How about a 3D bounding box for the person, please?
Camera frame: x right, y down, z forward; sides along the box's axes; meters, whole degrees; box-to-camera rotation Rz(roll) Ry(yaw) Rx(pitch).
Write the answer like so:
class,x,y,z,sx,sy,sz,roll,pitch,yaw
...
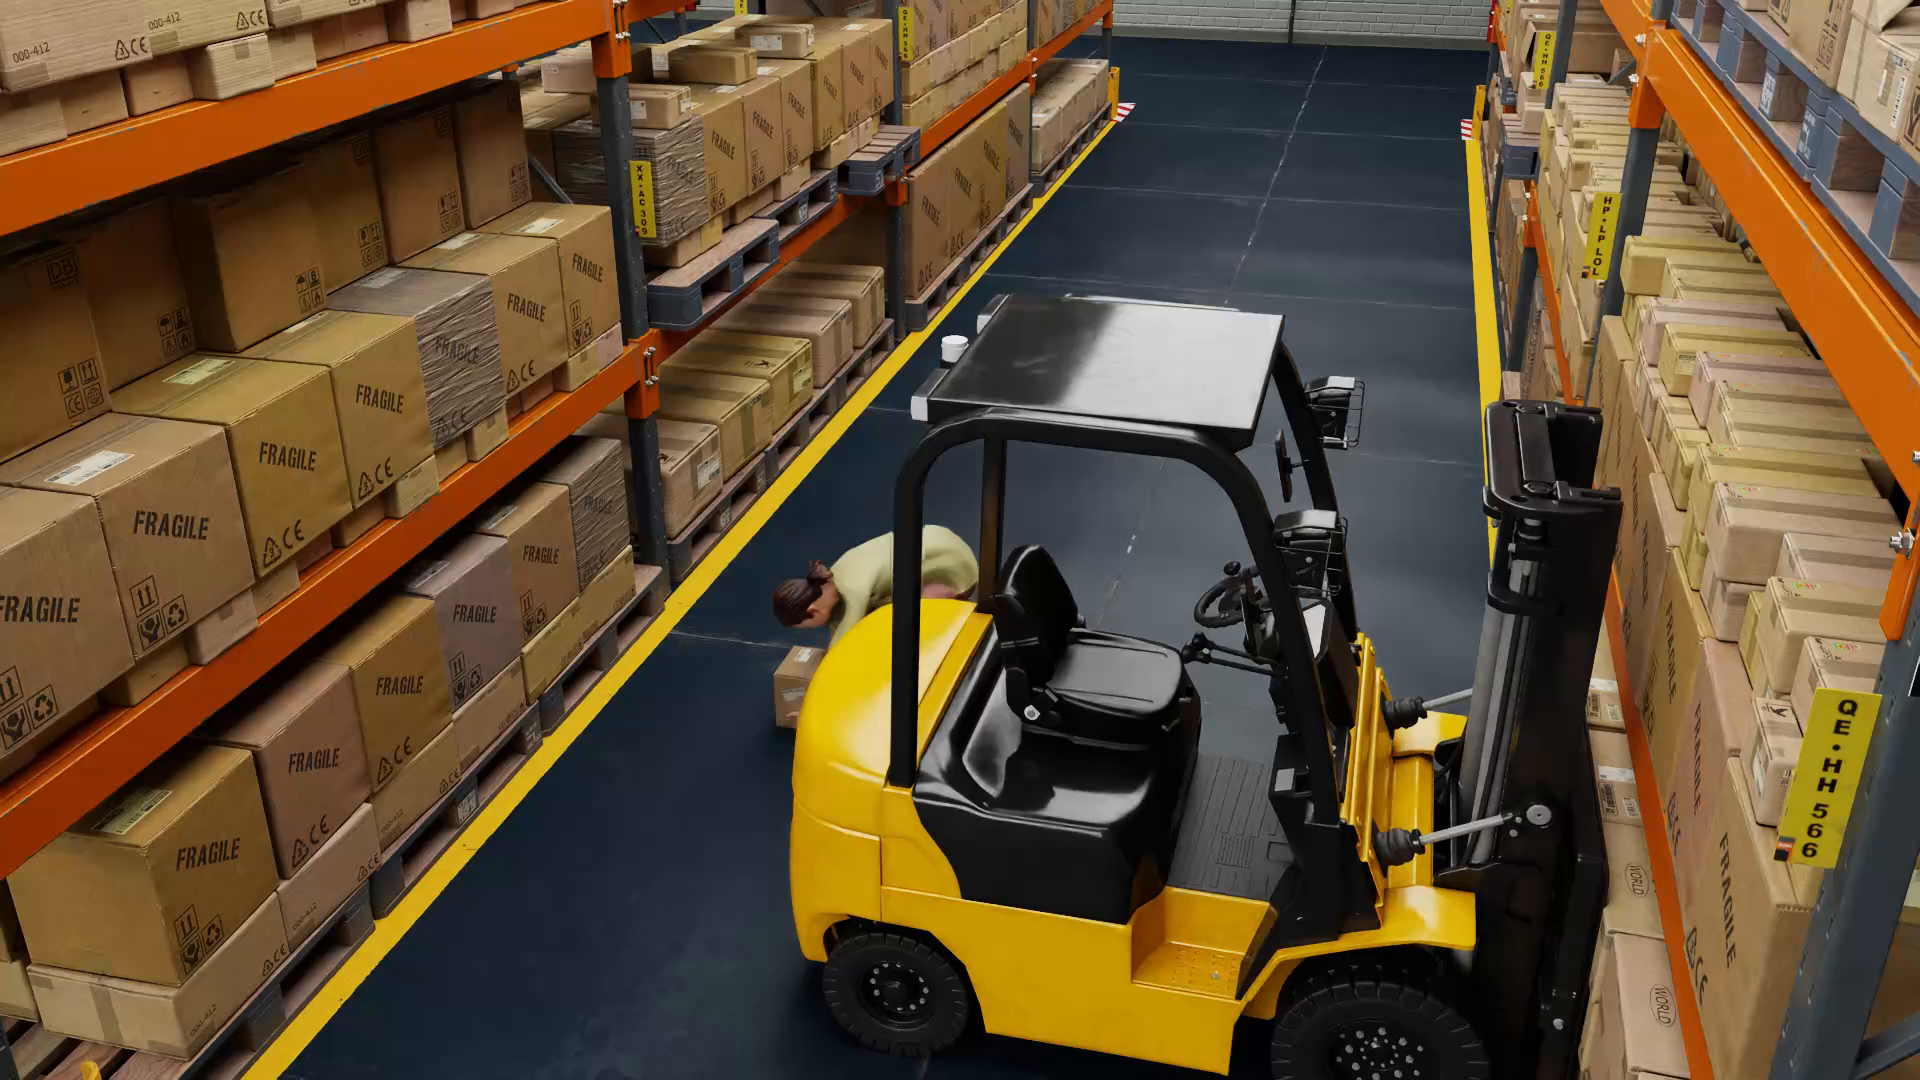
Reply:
class,x,y,z,sx,sy,sz,roll,pitch,yaw
person,-0.345,0.374,6.905,0.862,0.831,0.474,-7,26,-15
